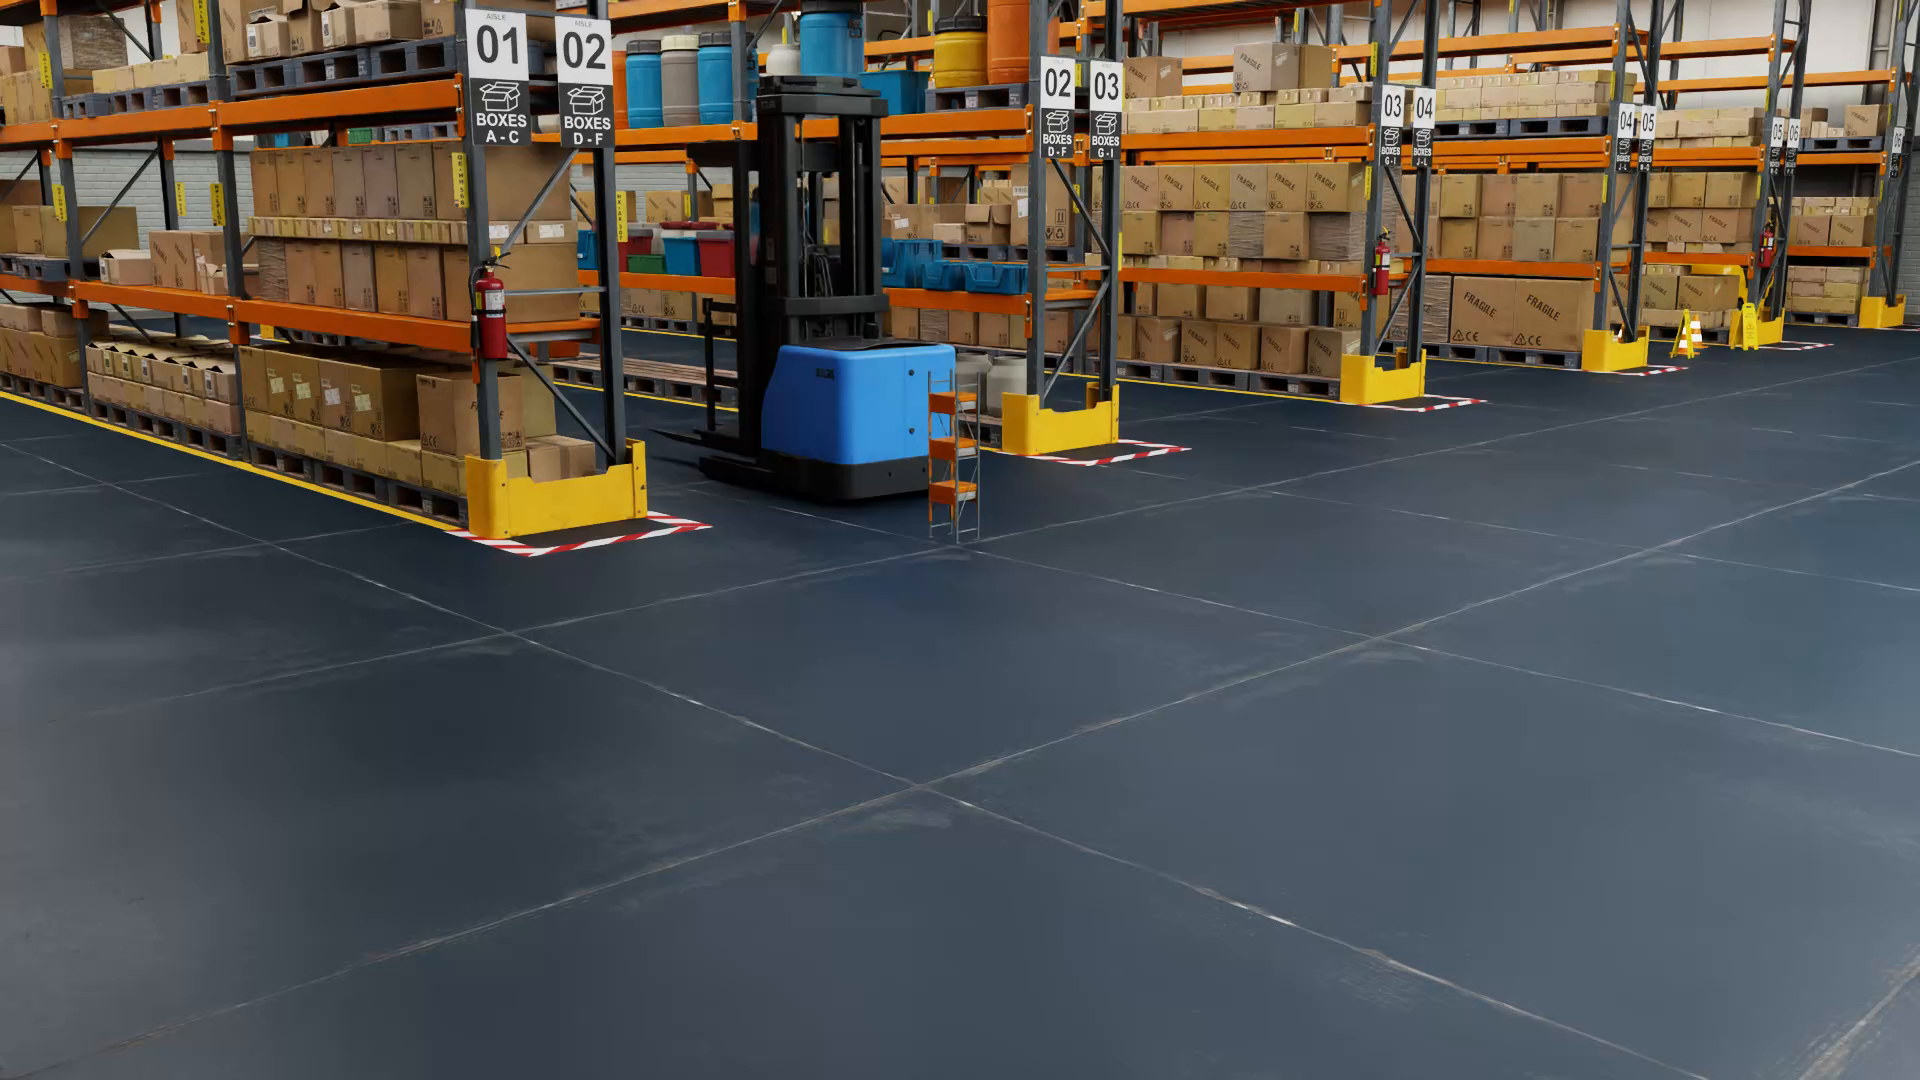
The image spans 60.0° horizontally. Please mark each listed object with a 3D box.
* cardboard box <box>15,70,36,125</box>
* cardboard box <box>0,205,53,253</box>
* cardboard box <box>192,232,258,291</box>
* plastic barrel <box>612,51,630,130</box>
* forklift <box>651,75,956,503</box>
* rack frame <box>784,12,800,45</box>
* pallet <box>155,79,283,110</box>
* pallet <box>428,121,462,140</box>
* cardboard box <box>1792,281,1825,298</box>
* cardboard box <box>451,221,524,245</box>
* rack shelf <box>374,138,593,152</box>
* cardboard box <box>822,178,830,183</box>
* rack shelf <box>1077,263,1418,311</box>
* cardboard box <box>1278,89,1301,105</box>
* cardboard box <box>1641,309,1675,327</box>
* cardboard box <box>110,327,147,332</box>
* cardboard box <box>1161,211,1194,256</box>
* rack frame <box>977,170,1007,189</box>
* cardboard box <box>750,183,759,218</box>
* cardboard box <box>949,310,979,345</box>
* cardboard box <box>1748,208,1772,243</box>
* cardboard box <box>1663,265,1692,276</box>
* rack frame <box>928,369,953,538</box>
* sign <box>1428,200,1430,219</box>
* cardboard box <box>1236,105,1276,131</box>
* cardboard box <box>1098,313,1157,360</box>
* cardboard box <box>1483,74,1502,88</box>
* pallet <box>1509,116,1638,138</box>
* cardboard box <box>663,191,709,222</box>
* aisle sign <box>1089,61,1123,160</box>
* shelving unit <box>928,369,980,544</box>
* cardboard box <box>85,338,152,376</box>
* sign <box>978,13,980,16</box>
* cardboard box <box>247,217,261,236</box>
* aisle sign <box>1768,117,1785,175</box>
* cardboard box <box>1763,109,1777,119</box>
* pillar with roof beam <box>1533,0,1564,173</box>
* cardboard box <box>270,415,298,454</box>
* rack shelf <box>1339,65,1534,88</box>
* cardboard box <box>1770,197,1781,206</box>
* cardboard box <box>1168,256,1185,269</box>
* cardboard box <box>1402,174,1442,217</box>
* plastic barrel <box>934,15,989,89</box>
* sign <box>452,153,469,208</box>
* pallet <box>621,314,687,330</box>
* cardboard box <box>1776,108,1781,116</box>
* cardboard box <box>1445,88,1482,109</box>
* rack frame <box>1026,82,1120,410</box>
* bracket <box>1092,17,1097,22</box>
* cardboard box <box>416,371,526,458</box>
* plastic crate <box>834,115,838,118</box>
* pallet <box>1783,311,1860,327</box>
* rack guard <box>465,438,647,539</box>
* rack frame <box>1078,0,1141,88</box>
[{"bbox_3d":[-8.833,-4.396,16.607,0.910,0.500,0.500,-11,16,-43],"label":"cardboard box"},{"bbox_3d":[-10.232,-3.391,18.122,0.700,0.500,0.500,-8,14,-34],"label":"cardboard box"},{"bbox_3d":[-6.275,-2.401,14.357,0.500,0.500,0.500,-9,15,-39],"label":"cardboard box"},{"bbox_3d":[-3.708,-4.868,18.082,0.600,0.830,0.708,-11,16,-43],"label":"plastic barrel"},{"bbox_3d":[-1.336,-1.936,12.519,1.130,2.935,3.031,-9,15,-38],"label":"forklift"},{"bbox_3d":[-2.856,-8.907,31.315,1.000,3.000,0.127,-11,16,-43],"label":"rack frame"},{"bbox_3d":[-6.012,-3.663,13.771,1.217,0.209,0.805,11,16,43],"label":"pallet"},{"bbox_3d":[-5.935,-5.129,20.879,1.003,0.211,1.213,-11,16,-43],"label":"pallet"},{"bbox_3d":[14.391,-4.236,28.046,0.500,0.250,0.500,-11,16,-43],"label":"cardboard box"},{"bbox_3d":[-3.032,-1.973,10.672,0.380,0.149,0.250,-11,16,-43],"label":"cardboard box"},{"bbox_3d":[-5.951,-4.843,20.807,1.077,0.370,4.000,-11,16,-43],"label":"rack shelf"},{"bbox_3d":[-2.384,-6.477,30.929,0.500,0.500,0.500,-10,15,-41],"label":"cardboard box"},{"bbox_3d":[3.155,-2.896,18.792,1.077,0.370,4.000,-11,16,-43],"label":"rack shelf"},{"bbox_3d":[3.565,-4.657,17.506,0.380,0.149,0.250,-11,16,-42],"label":"cardboard box"},{"bbox_3d":[10.599,-3.354,25.004,0.500,0.250,0.500,-11,16,-42],"label":"cardboard box"},{"bbox_3d":[-8.971,-1.991,17.722,0.500,0.500,0.500,-11,16,-43],"label":"cardboard box"},{"bbox_3d":[2.778,-3.524,19.072,0.875,0.500,0.500,-11,16,-43],"label":"cardboard box"},{"bbox_3d":[0.655,-6.673,35.340,1.000,3.000,0.127,-11,16,-43],"label":"rack frame"},{"bbox_3d":[-2.838,-5.055,24.751,0.797,0.503,0.637,-11,16,-42],"label":"cardboard box"},{"bbox_3d":[0.278,-2.860,21.936,0.700,0.500,0.500,-9,15,-38],"label":"cardboard box"},{"bbox_3d":[11.578,-4.640,24.489,0.500,0.500,0.500,-11,16,-43],"label":"cardboard box"},{"bbox_3d":[10.660,-4.007,24.706,0.380,0.149,0.250,-10,15,-41],"label":"cardboard box"},{"bbox_3d":[-0.121,-0.540,10.403,0.200,1.050,0.008,-11,16,-43],"label":"rack frame"},{"bbox_3d":[4.929,-3.456,17.583,0.100,0.325,0.005,-11,16,-43],"label":"sign"},{"bbox_3d":[3.325,-4.536,17.906,0.500,0.250,0.500,-10,16,-41],"label":"cardboard box"},{"bbox_3d":[2.022,-2.458,20.036,0.500,0.500,0.500,11,16,43],"label":"cardboard box"},{"bbox_3d":[6.838,-5.812,21.086,0.380,0.149,0.250,-11,16,-43],"label":"cardboard box"},{"bbox_3d":[7.674,-5.166,20.811,1.003,0.211,1.213,-11,16,-43],"label":"pallet"},{"bbox_3d":[-4.261,-5.177,25.858,0.500,0.500,0.500,-10,15,-41],"label":"cardboard box"},{"bbox_3d":[1.216,-3.570,13.838,0.394,0.787,0.004,-11,16,-43],"label":"aisle sign"},{"bbox_3d":[-0.037,-0.522,10.317,0.215,1.050,0.252,-11,16,-43],"label":"shelving unit"},{"bbox_3d":[-8.006,-1.761,15.881,0.500,0.311,0.500,-10,15,-41],"label":"cardboard box"},{"bbox_3d":[0.304,-8.936,28.751,0.100,0.325,0.005,-11,16,-43],"label":"sign"},{"bbox_3d":[-5.348,-2.461,13.042,0.380,0.149,0.250,-11,16,-43],"label":"cardboard box"},{"bbox_3d":[11.537,-5.562,23.504,0.394,0.787,0.004,-11,16,-43],"label":"aisle sign"},{"bbox_3d":[11.606,-6.155,24.038,0.380,0.149,0.250,-11,16,-43],"label":"cardboard box"},{"bbox_3d":[8.205,-8.471,29.202,9.100,9.000,0.400,-11,16,-43],"label":"pillar with roof beam"},{"bbox_3d":[-4.950,-0.836,12.783,0.500,0.250,0.500,-11,16,-43],"label":"cardboard box"},{"bbox_3d":[7.561,-7.603,27.764,1.077,0.370,4.000,-11,16,-43],"label":"rack shelf"},{"bbox_3d":[13.938,-5.738,28.208,0.380,0.149,0.250,-10,16,-41],"label":"cardboard box"},{"bbox_3d":[2.586,-3.165,18.937,0.380,0.149,0.250,-11,16,-43],"label":"cardboard box"},{"bbox_3d":[6.399,-4.599,22.225,0.875,0.550,0.550,-11,16,-43],"label":"cardboard box"},{"bbox_3d":[0.075,-4.182,14.311,0.600,0.588,0.600,0,12,0],"label":"plastic barrel"},{"bbox_3d":[-3.033,-2.186,10.107,0.100,0.325,0.005,-11,16,-43],"label":"sign"},{"bbox_3d":[-5.066,-3.642,27.541,1.003,0.211,1.213,-11,16,-43],"label":"pallet"},{"bbox_3d":[13.798,-7.089,28.383,0.797,0.503,0.637,-10,15,-41],"label":"cardboard box"},{"bbox_3d":[6.615,-5.682,21.442,0.500,0.250,0.500,-11,16,-42],"label":"cardboard box"},{"bbox_3d":[0.954,-2.267,13.953,1.000,3.000,0.127,-11,16,-43],"label":"rack frame"},{"bbox_3d":[3.062,-12.475,39.717,0.235,0.232,0.430,-11,16,-43],"label":"bracket"},{"bbox_3d":[-3.216,-0.840,10.943,0.500,0.500,0.500,-11,16,-43],"label":"cardboard box"},{"bbox_3d":[-0.915,-3.948,15.203,0.336,0.188,0.450,-11,16,-43],"label":"plastic crate"},{"bbox_3d":[14.733,-3.770,28.161,1.003,0.211,1.213,-11,16,-43],"label":"pallet"},{"bbox_3d":[-2.614,-0.349,10.841,1.175,0.500,0.348,-11,16,-43],"label":"rack guard"},{"bbox_3d":[1.774,-6.479,19.531,1.000,3.000,0.127,-11,16,-43],"label":"rack frame"}]
